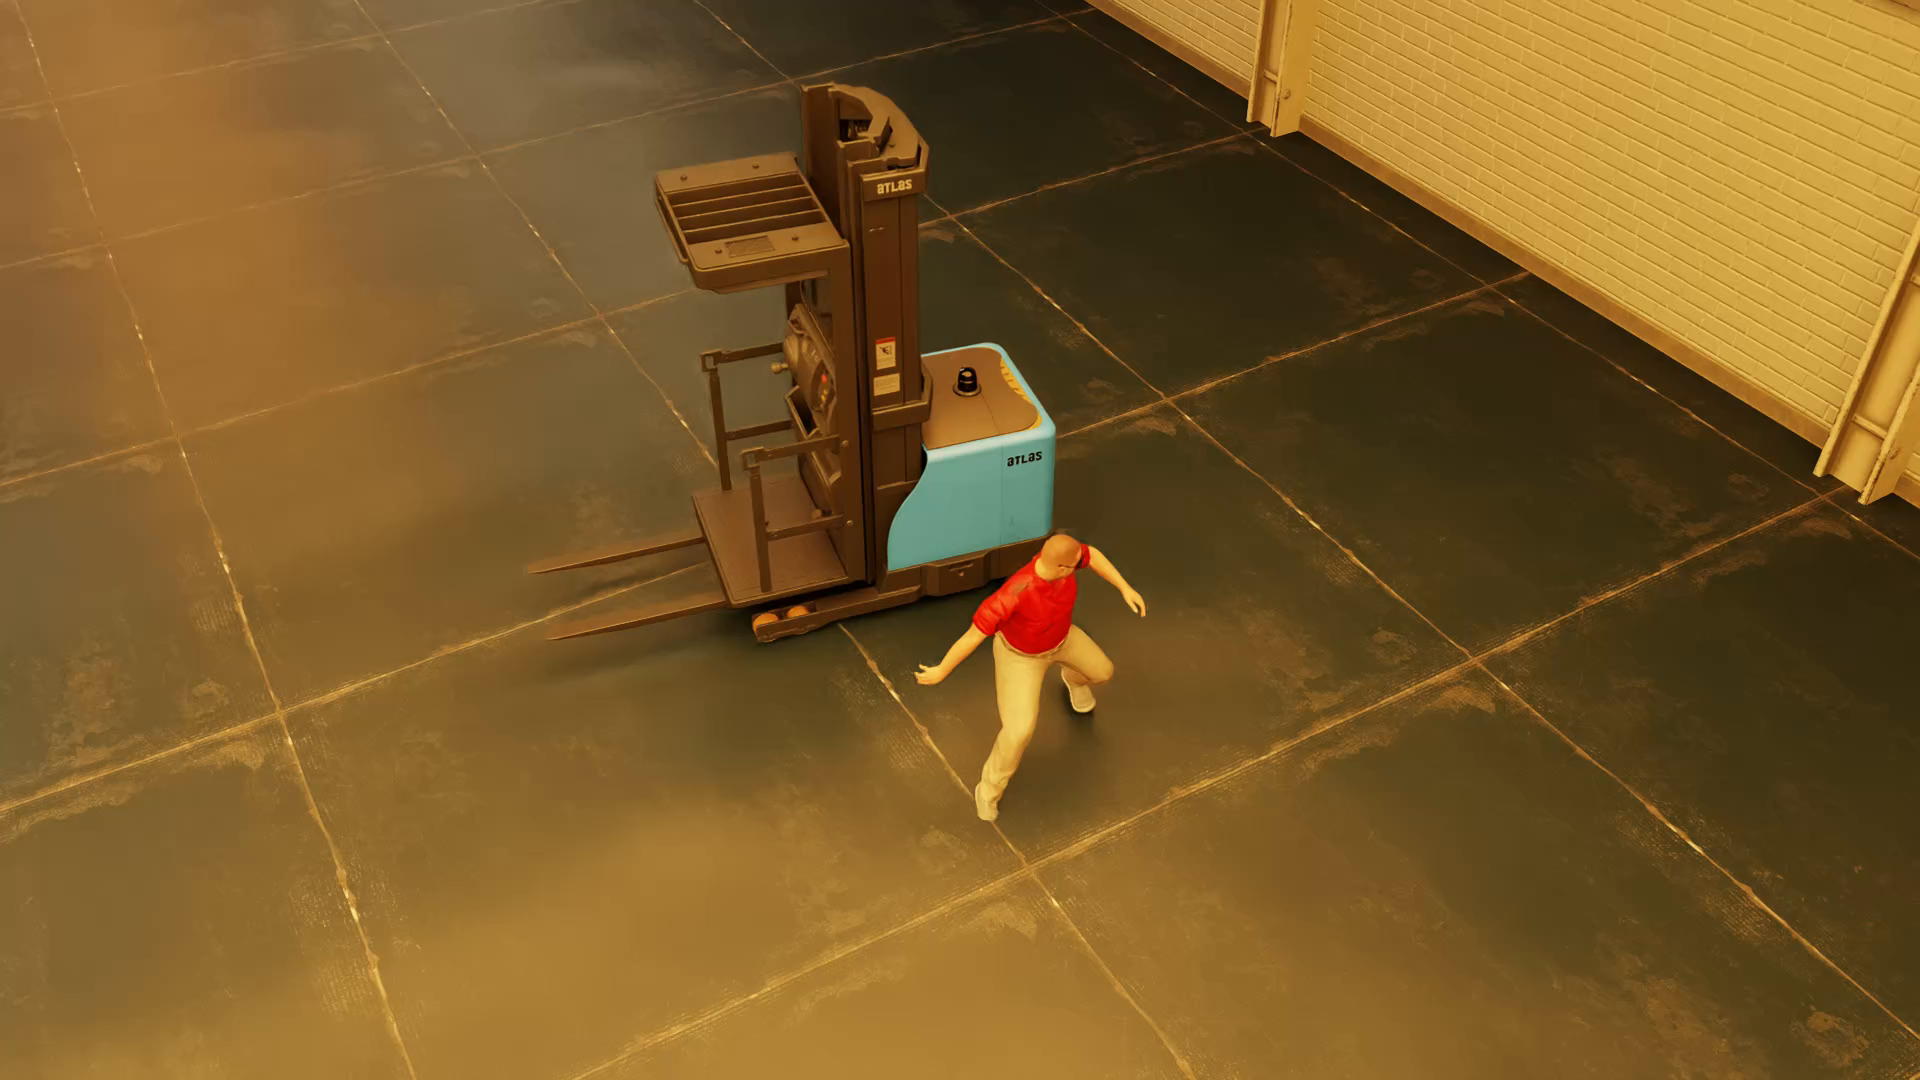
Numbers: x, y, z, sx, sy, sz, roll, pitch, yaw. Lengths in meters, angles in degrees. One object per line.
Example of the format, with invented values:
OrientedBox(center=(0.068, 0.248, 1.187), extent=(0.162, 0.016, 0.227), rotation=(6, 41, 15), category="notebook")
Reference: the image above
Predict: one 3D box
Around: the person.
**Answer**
OrientedBox(center=(0.364, 0.610, 8.459), extent=(1.151, 1.687, 0.562), rotation=(-28, 47, -29), category="person")

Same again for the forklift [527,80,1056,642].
OrientedBox(center=(-1.011, -0.919, 9.145), extent=(3.031, 2.935, 1.130), rotation=(-13, 41, -15), category="forklift")
